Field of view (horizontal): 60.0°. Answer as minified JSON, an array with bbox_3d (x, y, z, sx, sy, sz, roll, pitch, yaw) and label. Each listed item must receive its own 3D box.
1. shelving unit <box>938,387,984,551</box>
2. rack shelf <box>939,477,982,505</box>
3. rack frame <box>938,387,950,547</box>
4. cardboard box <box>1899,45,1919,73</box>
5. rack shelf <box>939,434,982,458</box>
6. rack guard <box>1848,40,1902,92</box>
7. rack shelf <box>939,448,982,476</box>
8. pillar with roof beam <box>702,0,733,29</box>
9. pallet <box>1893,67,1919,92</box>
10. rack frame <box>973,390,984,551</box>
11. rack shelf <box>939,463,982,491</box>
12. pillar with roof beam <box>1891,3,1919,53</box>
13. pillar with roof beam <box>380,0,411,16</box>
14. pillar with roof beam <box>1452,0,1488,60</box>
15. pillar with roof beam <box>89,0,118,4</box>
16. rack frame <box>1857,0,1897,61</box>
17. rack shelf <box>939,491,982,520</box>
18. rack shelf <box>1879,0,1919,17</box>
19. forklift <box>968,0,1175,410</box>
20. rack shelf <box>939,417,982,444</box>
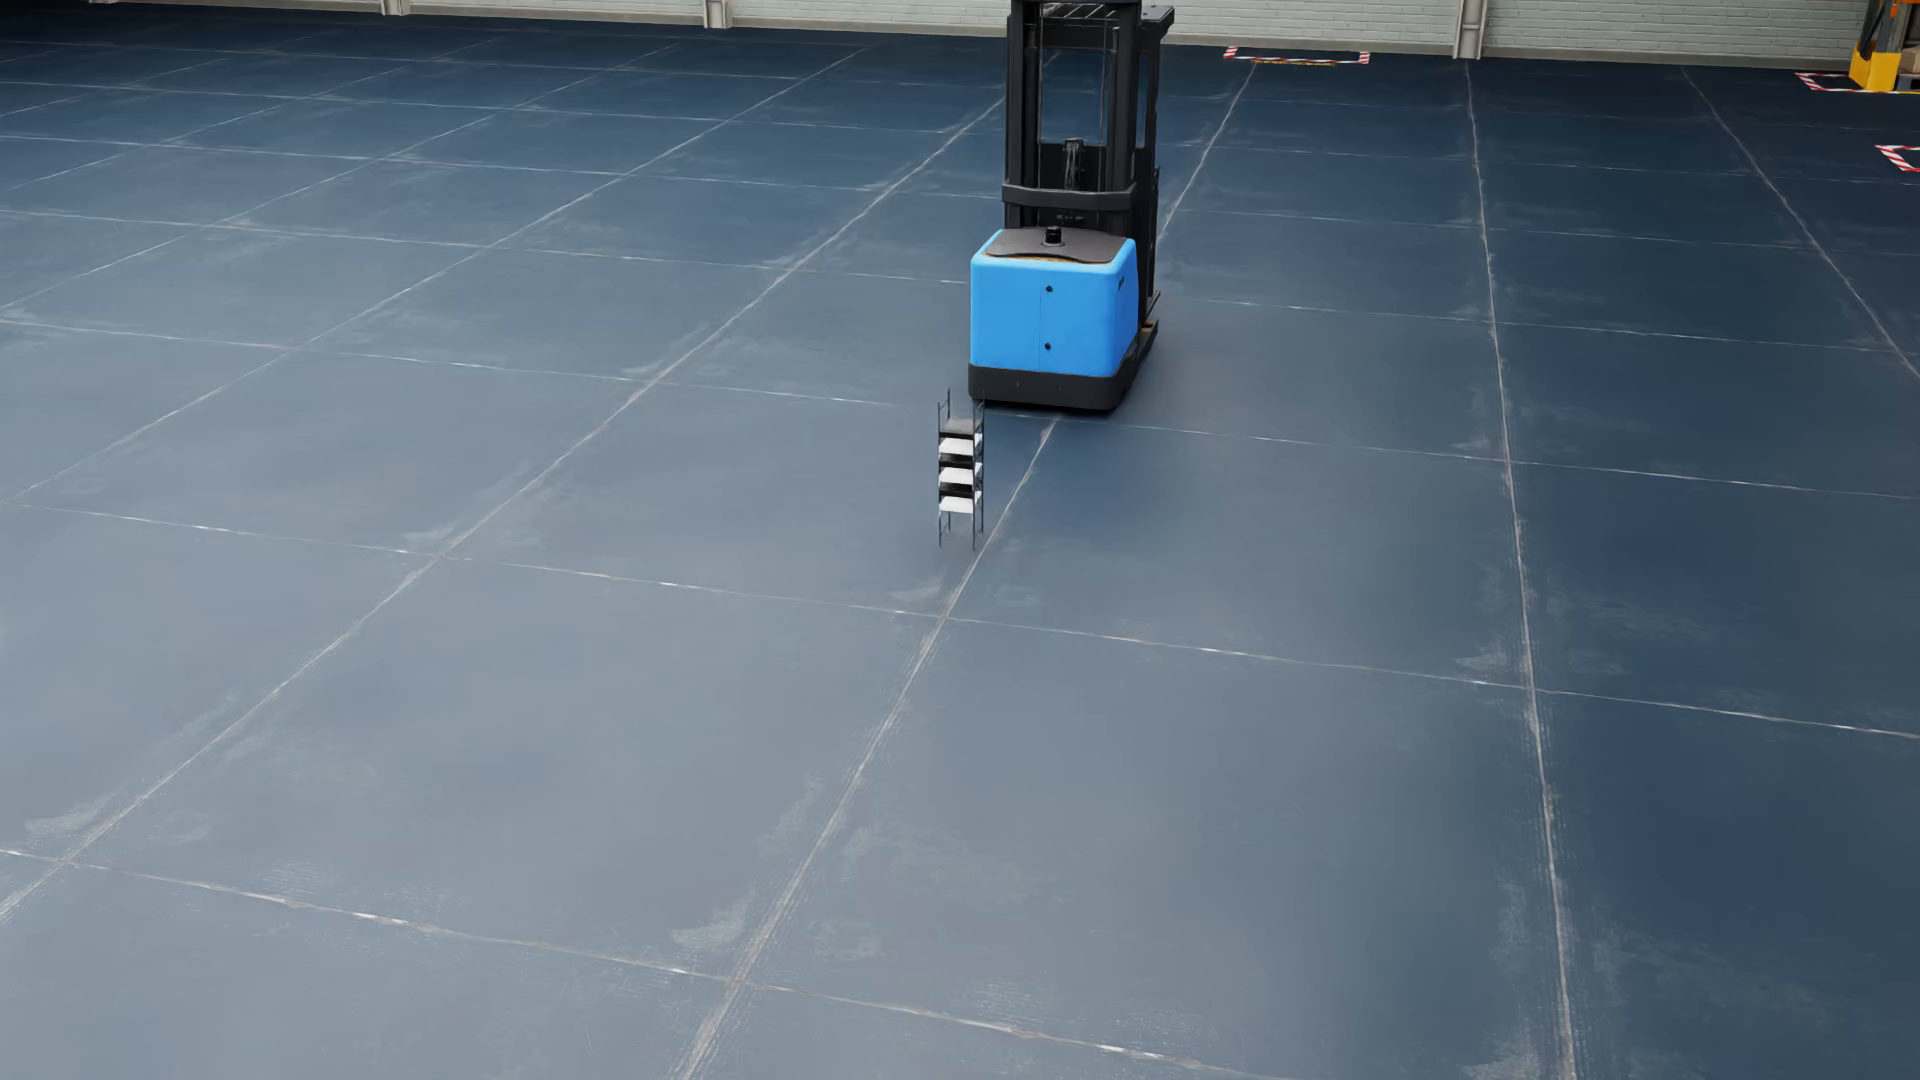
[{"bbox_3d":[0.008,-0.405,9.555,0.210,0.900,0.258,6,26,13],"label":"shelving unit"},{"bbox_3d":[0.008,-0.294,9.608,0.200,0.077,0.258,6,26,13],"label":"rack shelf"},{"bbox_3d":[-0.091,-0.416,9.578,0.006,0.900,0.240,6,26,13],"label":"rack frame"},{"bbox_3d":[13.172,-6.552,22.638,0.500,0.311,0.500,3,26,7],"label":"cardboard box"},{"bbox_3d":[0.008,-0.538,9.492,0.200,0.077,0.258,6,26,13],"label":"rack shelf"},{"bbox_3d":[12.597,-6.542,22.909,0.348,0.500,1.175,6,26,13],"label":"rack guard"},{"bbox_3d":[0.008,-0.457,9.530,0.200,0.077,0.258,6,26,13],"label":"rack shelf"},{"bbox_3d":[-5.088,-10.807,21.982,0.400,9.000,9.100,6,26,13],"label":"pillar with roof beam"},{"bbox_3d":[13.375,-6.310,22.758,1.213,0.211,1.003,6,26,13],"label":"pallet"},{"bbox_3d":[0.106,-0.395,9.532,0.006,0.900,0.240,6,26,13],"label":"rack frame"},{"bbox_3d":[0.008,-0.375,9.569,0.200,0.077,0.258,6,26,13],"label":"rack shelf"},{"bbox_3d":[12.345,-8.880,17.934,0.400,9.000,9.100,6,26,13],"label":"pillar with roof beam"},{"bbox_3d":[-10.899,-11.450,23.331,0.400,9.000,9.100,6,26,13],"label":"pillar with roof beam"},{"bbox_3d":[6.534,-9.523,19.283,0.400,9.000,9.100,6,26,13],"label":"pillar with roof beam"},{"bbox_3d":[-16.710,-12.092,24.680,0.400,9.000,9.100,6,26,13],"label":"pillar with roof beam"},{"bbox_3d":[12.524,-7.679,22.389,0.127,3.000,1.000,6,26,13],"label":"rack frame"},{"bbox_3d":[0.008,-0.213,9.646,0.200,0.077,0.258,6,26,13],"label":"rack shelf"},{"bbox_3d":[14.461,-7.140,22.094,4.000,0.370,1.077,6,26,13],"label":"rack shelf"},{"bbox_3d":[0.930,-2.832,12.289,1.130,2.935,3.031,6,26,13],"label":"forklift"},{"bbox_3d":[0.008,-0.619,9.453,0.200,0.077,0.258,6,26,13],"label":"rack shelf"}]
